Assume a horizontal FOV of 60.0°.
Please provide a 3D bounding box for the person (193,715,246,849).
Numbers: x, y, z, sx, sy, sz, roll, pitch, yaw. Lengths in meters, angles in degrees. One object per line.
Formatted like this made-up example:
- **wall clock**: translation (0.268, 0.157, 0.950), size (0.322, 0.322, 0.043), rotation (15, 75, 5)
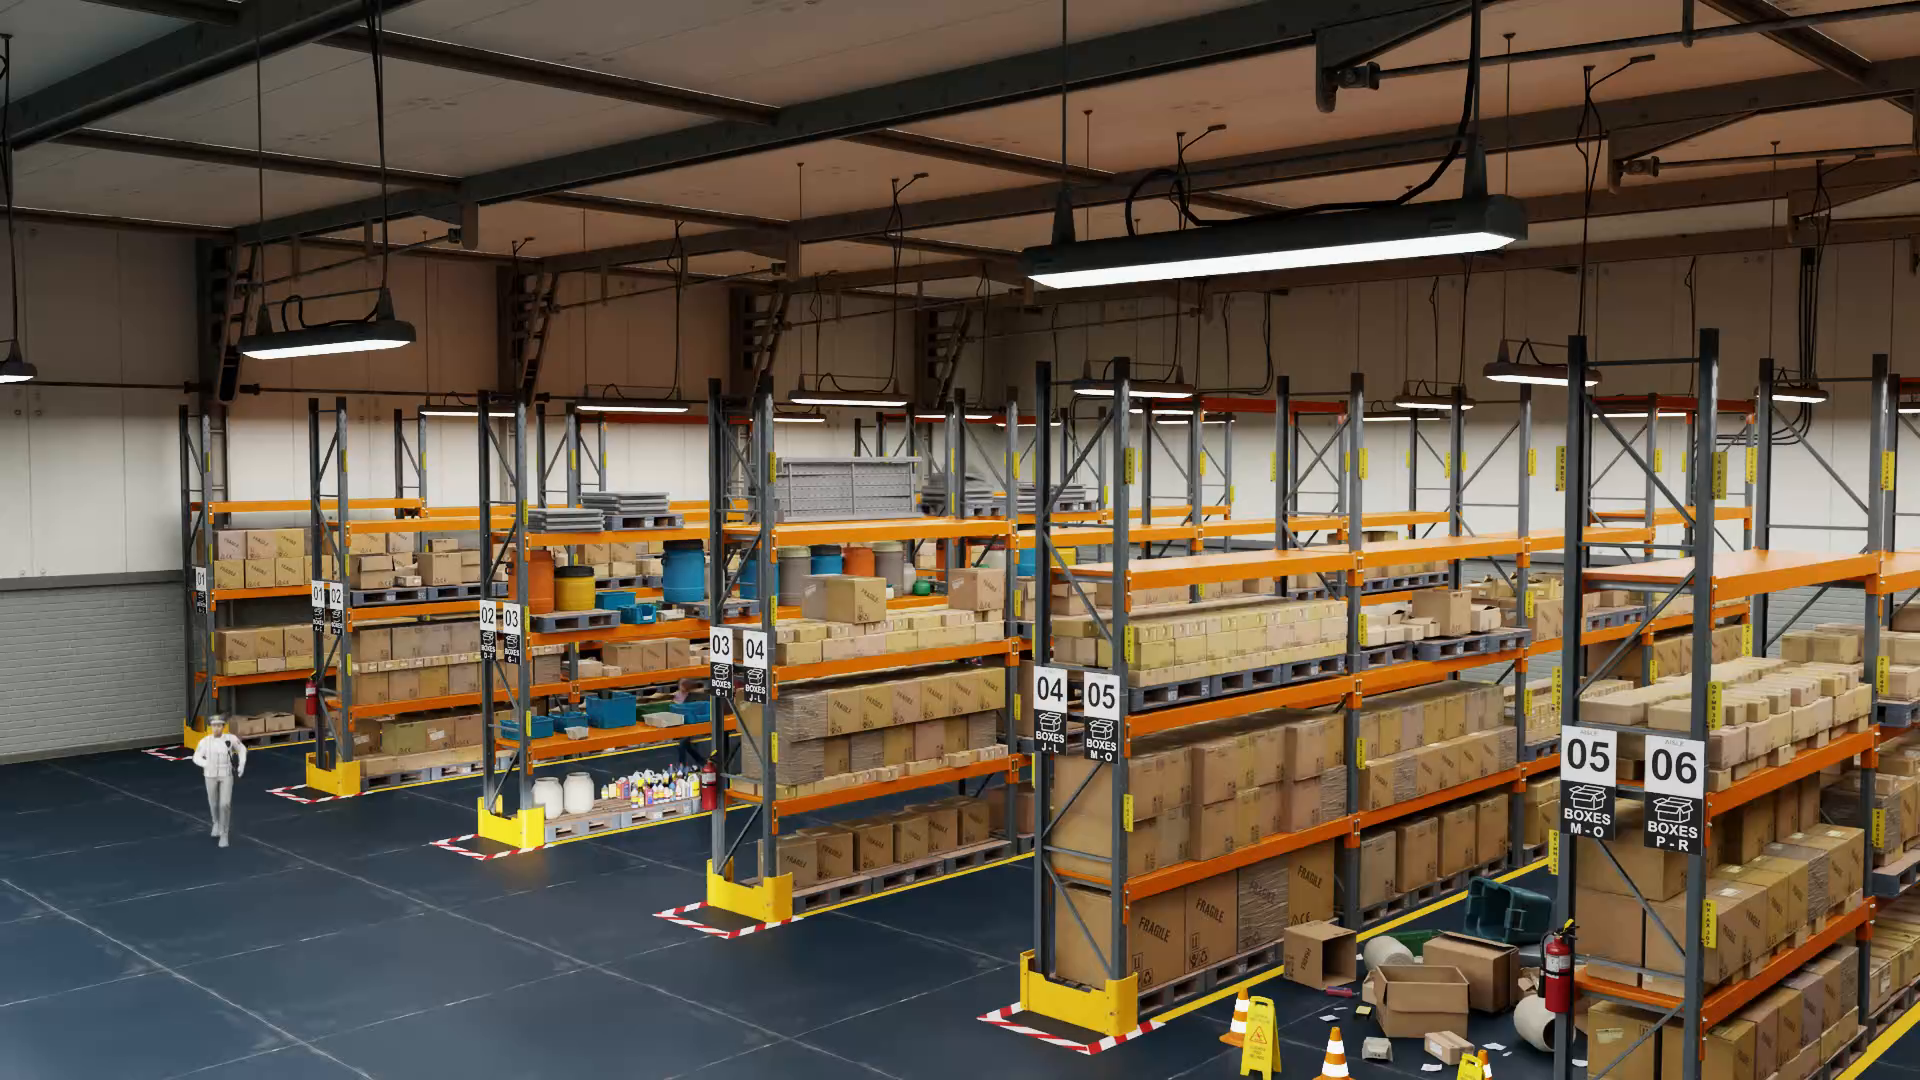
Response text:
- **person**: translation (-9.802, 3.159, 22.022), size (0.629, 1.737, 0.806), rotation (-1, 3, -18)

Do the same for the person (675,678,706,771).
- **person**: translation (-4.299, 2.971, 26.131), size (0.531, 1.621, 0.805), rotation (3, 4, 42)

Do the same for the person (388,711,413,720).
- **person**: translation (-9.302, 2.868, 27.812), size (0.659, 1.679, 0.586), rotation (2, 4, 34)
